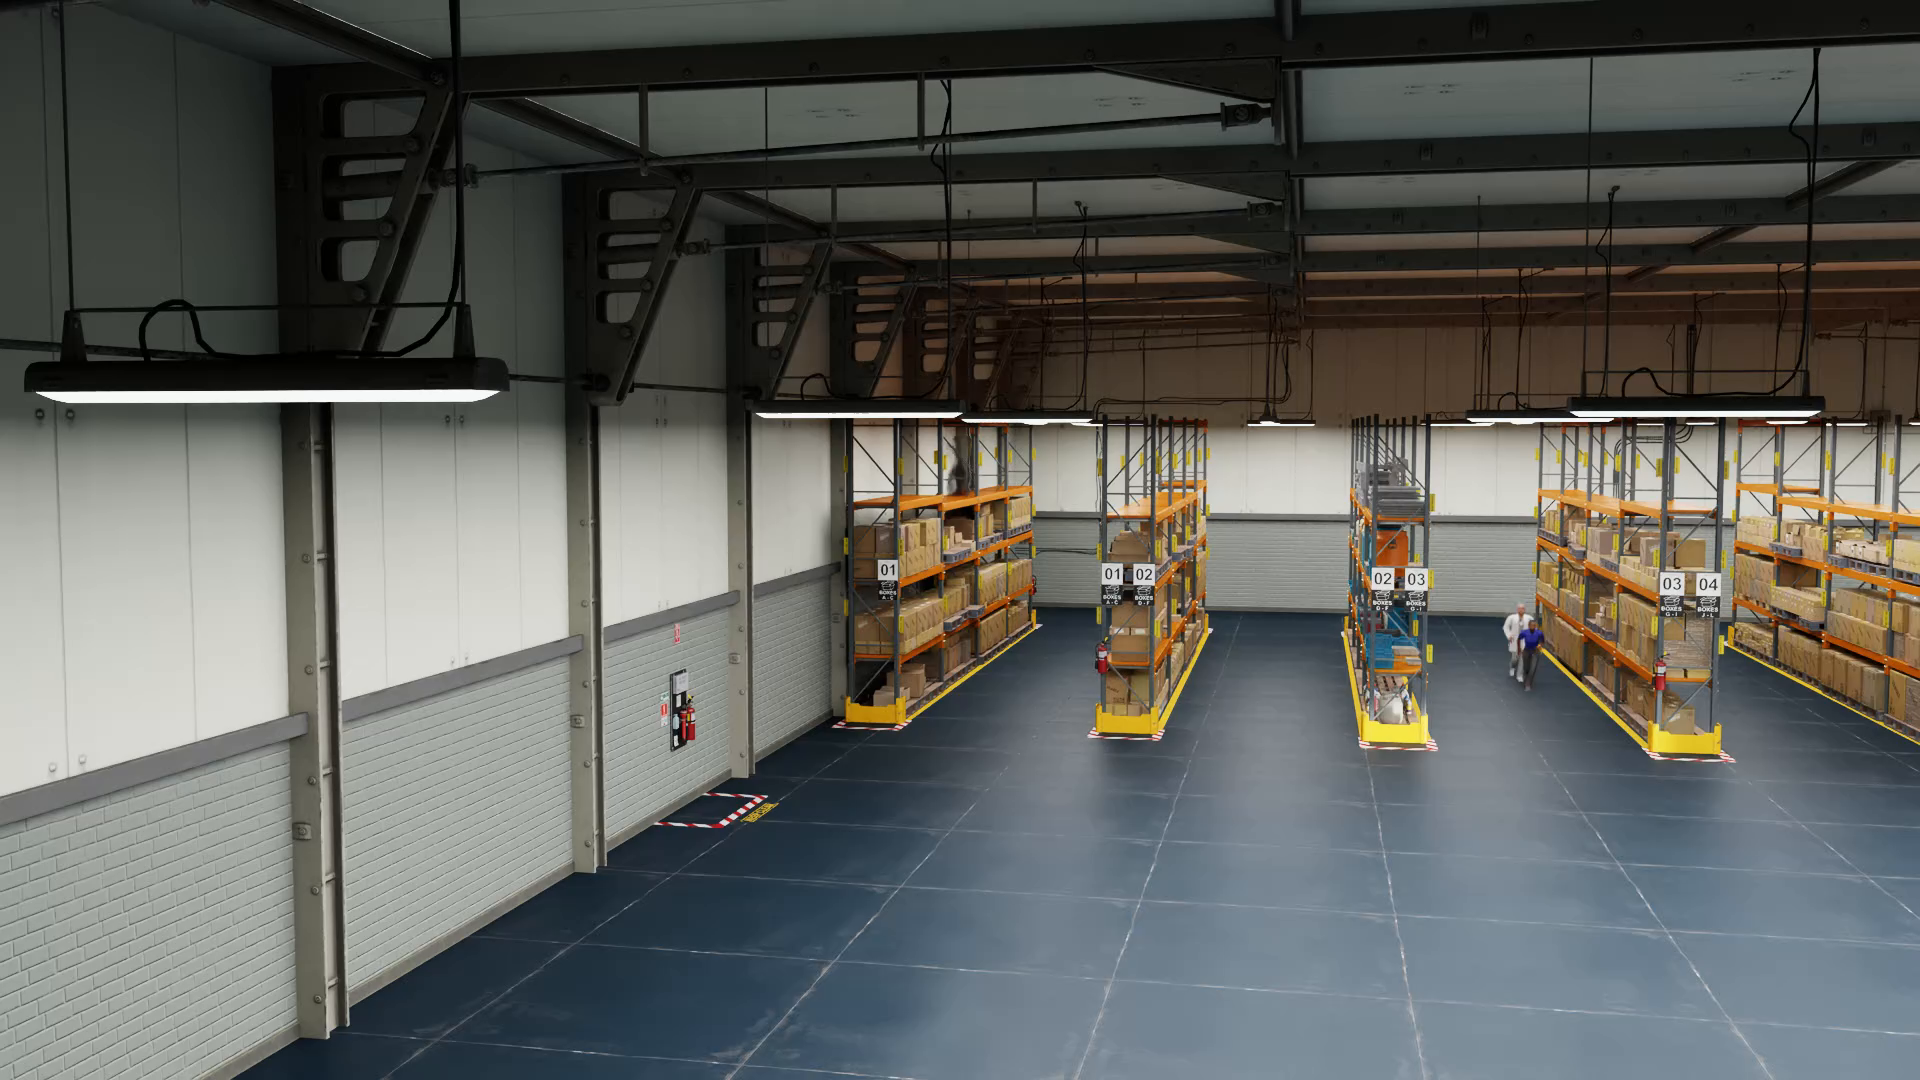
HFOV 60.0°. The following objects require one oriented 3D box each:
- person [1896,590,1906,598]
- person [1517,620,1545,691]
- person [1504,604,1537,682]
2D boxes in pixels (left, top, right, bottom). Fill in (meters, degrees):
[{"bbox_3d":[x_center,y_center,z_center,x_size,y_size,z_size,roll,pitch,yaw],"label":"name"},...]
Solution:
[{"bbox_3d":[25.088,1.947,44.377,0.873,1.599,0.529,1,4,13],"label":"person"},{"bbox_3d":[12.524,2.532,36.503,0.565,1.578,0.706,1,4,10],"label":"person"},{"bbox_3d":[12.791,2.328,37.955,0.736,1.755,0.690,1,4,12],"label":"person"}]
